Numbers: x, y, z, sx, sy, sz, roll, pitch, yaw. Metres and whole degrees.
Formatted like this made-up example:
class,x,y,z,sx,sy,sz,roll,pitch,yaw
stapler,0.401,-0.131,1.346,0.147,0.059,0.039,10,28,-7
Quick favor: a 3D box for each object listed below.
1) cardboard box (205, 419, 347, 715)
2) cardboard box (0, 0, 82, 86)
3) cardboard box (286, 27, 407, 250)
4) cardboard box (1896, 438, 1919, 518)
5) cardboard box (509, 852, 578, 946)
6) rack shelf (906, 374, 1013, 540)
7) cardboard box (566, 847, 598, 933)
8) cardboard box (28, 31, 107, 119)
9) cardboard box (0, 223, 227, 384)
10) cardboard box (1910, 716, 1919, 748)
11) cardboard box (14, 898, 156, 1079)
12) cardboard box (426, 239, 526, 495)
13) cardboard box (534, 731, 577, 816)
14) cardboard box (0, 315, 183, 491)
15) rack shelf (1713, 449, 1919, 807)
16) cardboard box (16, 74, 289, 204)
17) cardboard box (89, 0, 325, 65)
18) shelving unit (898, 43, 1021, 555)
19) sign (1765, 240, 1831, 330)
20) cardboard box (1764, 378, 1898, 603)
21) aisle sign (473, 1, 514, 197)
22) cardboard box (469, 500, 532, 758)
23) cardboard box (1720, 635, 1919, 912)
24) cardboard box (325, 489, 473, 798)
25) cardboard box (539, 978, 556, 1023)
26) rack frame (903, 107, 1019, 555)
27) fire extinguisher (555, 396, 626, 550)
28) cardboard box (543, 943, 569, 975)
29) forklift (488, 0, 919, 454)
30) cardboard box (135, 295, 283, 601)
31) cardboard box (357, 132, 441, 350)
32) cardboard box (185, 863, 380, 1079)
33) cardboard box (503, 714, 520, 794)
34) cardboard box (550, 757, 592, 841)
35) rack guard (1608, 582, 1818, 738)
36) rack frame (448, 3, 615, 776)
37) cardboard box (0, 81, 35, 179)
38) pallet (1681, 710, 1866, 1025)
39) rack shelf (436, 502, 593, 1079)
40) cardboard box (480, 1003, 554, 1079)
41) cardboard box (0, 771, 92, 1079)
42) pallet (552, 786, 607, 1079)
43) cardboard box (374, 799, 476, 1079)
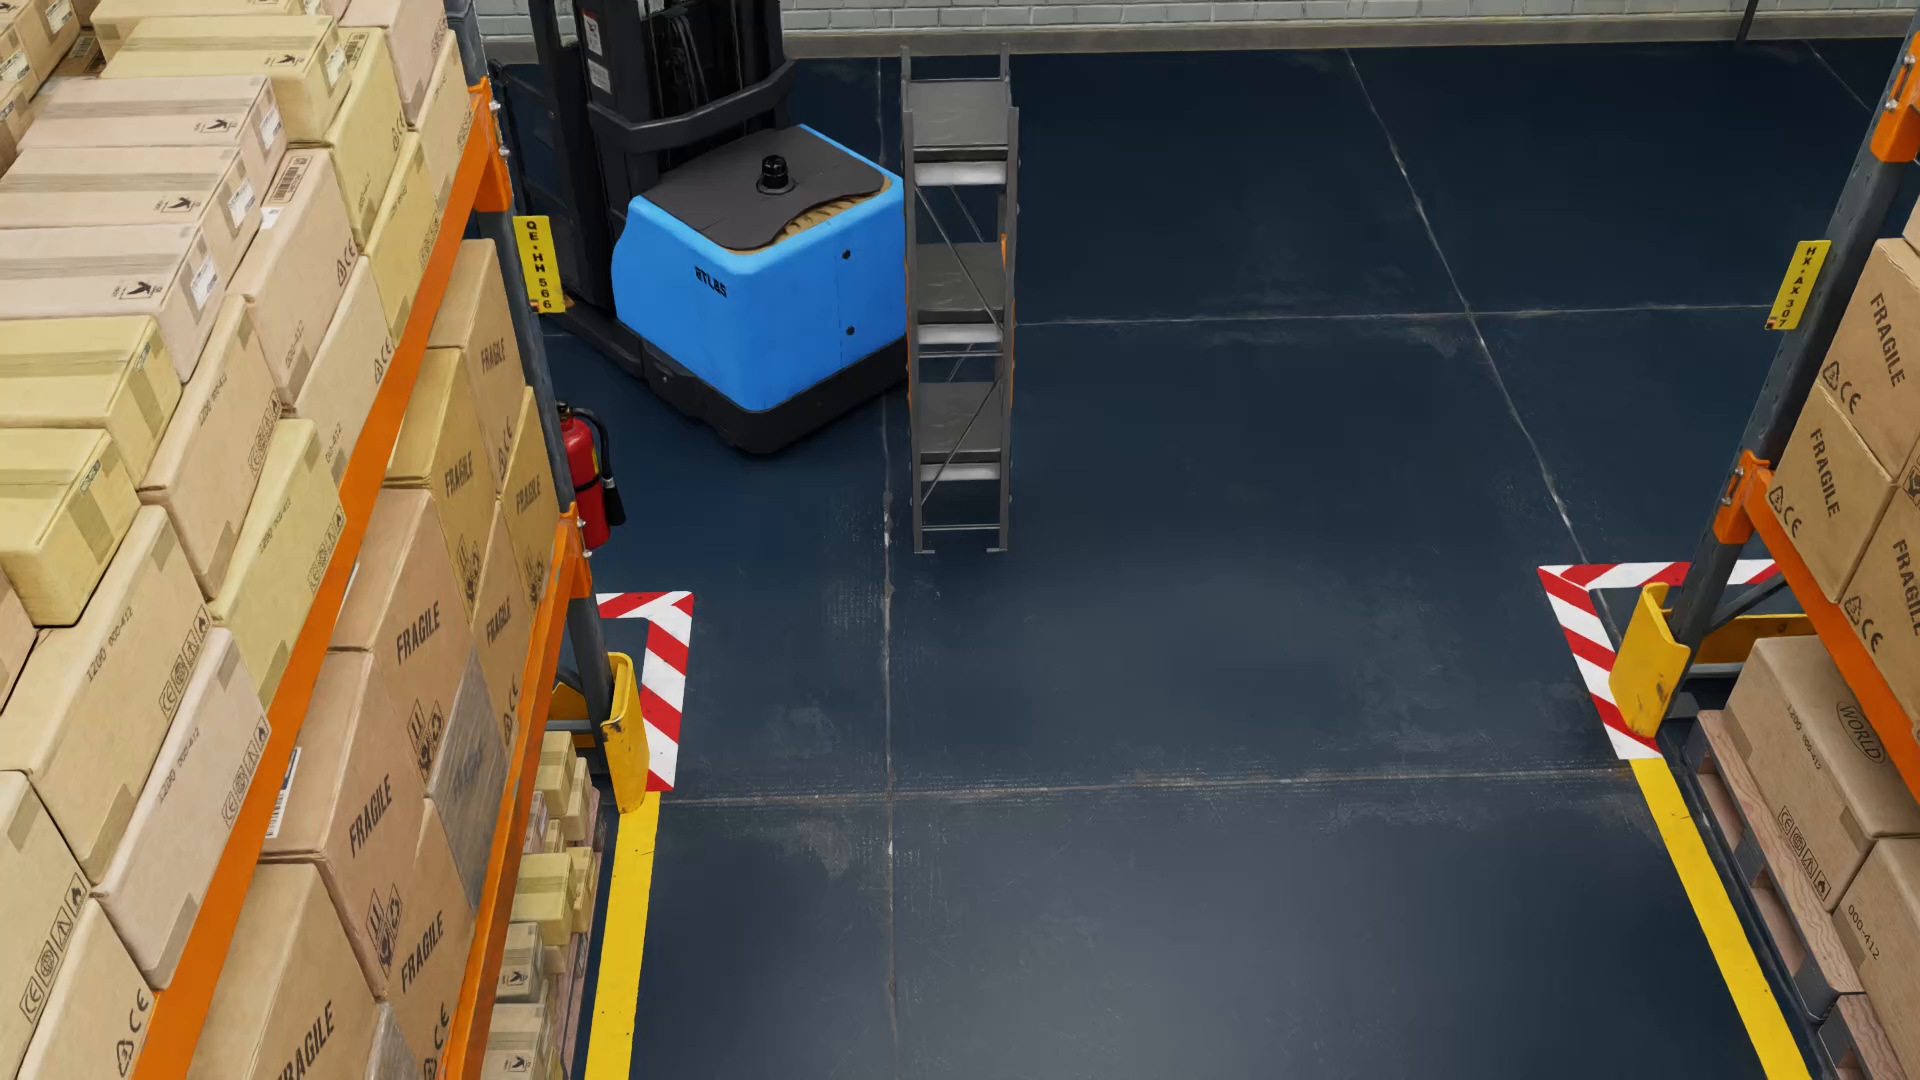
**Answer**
class,x,y,z,sx,sy,sz,roll,pitch,yaw
cardboard box,-1.407,0.039,2.878,0.500,0.250,0.500,0,43,0
cardboard box,-2.052,-1.046,3.397,0.380,0.149,0.250,-2,43,-2
cardboard box,-1.473,-0.833,3.460,0.500,0.250,0.500,-3,43,-3
cardboard box,2.937,-0.182,4.415,0.500,0.500,0.500,-3,43,-3
cardboard box,-1.402,1.122,5.165,0.380,0.149,0.250,-3,43,-3
rack shelf,-0.007,-0.360,7.145,0.431,0.518,0.480,-2,43,-2
cardboard box,-1.426,1.169,5.554,0.380,0.149,0.250,0,43,0
cardboard box,-1.987,-0.826,3.452,0.500,0.250,0.500,-2,43,-2
cardboard box,-1.418,-0.374,2.664,0.380,0.149,0.250,-3,43,-3
cardboard box,2.958,0.522,4.386,0.500,0.500,0.500,-2,43,-2
cardboard box,-1.386,0.744,2.109,0.500,0.250,0.500,-2,43,-2
cardboard box,-1.501,-0.461,4.499,0.500,0.500,0.500,-2,43,-3
cardboard box,-1.494,0.779,5.539,0.380,0.149,0.250,-1,43,-1
cardboard box,-1.402,-0.197,2.471,0.380,0.149,0.250,-3,43,-3
rack shelf,3.257,1.158,4.300,1.077,0.370,4.000,-2,43,-2
cardboard box,-1.467,-0.723,3.045,0.380,0.149,0.250,-3,43,-3
cardboard box,-1.537,-1.071,3.424,0.380,0.149,0.250,-3,43,-3
shelving unit,-0.007,-0.886,6.662,0.431,2.100,0.503,-2,43,-2
sign,2.617,-0.794,5.197,0.100,0.325,0.005,-2,43,-2
cardboard box,2.906,-0.162,5.133,0.500,0.500,0.500,-2,43,-2
aisle sign,-1.473,-1.264,4.485,0.394,0.787,0.004,-2,43,-2
cardboard box,-1.476,0.250,4.463,0.500,0.500,0.500,-2,43,-2
cardboard box,3.300,0.775,5.770,0.875,0.438,0.875,-3,43,-3
cardboard box,-1.449,0.232,3.743,0.500,0.500,0.500,0,43,0
cardboard box,-1.478,1.516,5.175,0.380,0.149,0.250,-1,43,-1
rack frame,0.003,-0.721,6.483,0.400,2.100,0.015,-2,43,-2
fire extinguisher,-1.319,-0.265,5.652,0.296,0.674,0.183,-2,43,-2
cardboard box,-1.438,1.238,5.259,0.380,0.149,0.250,-3,43,-4
forklift,-1.582,-2.370,7.666,1.130,2.935,3.031,-33,52,-31
cardboard box,-1.444,-0.147,2.711,0.500,0.250,0.500,-3,43,-4
cardboard box,-1.457,-0.654,3.635,0.500,0.250,0.500,-2,43,-2
cardboard box,-1.403,0.936,2.975,0.500,0.500,0.500,-1,43,-1
cardboard box,-1.440,0.567,4.598,0.380,0.149,0.250,-1,43,-1
cardboard box,-1.462,0.887,5.641,0.380,0.149,0.250,-3,43,-3
rack guard,3.171,0.447,6.392,1.175,0.500,0.348,-2,43,-2
rack frame,-1.769,-0.247,5.300,1.000,3.000,0.127,-2,43,-2
cardboard box,-1.925,-0.711,3.032,0.380,0.149,0.250,-1,43,-1
pallet,3.284,1.108,5.885,1.003,0.211,1.213,-2,43,-2
rack shelf,-1.684,1.368,4.070,1.077,0.370,4.000,-2,43,-2
cardboard box,-1.388,1.478,4.776,0.380,0.149,0.250,0,43,0
cardboard box,-1.397,0.550,1.952,0.500,0.250,0.500,-2,43,-2
pallet,-1.767,1.381,5.587,1.003,0.211,1.213,-2,43,-2
cardboard box,-1.434,0.929,3.723,0.500,0.500,0.500,0,43,0
